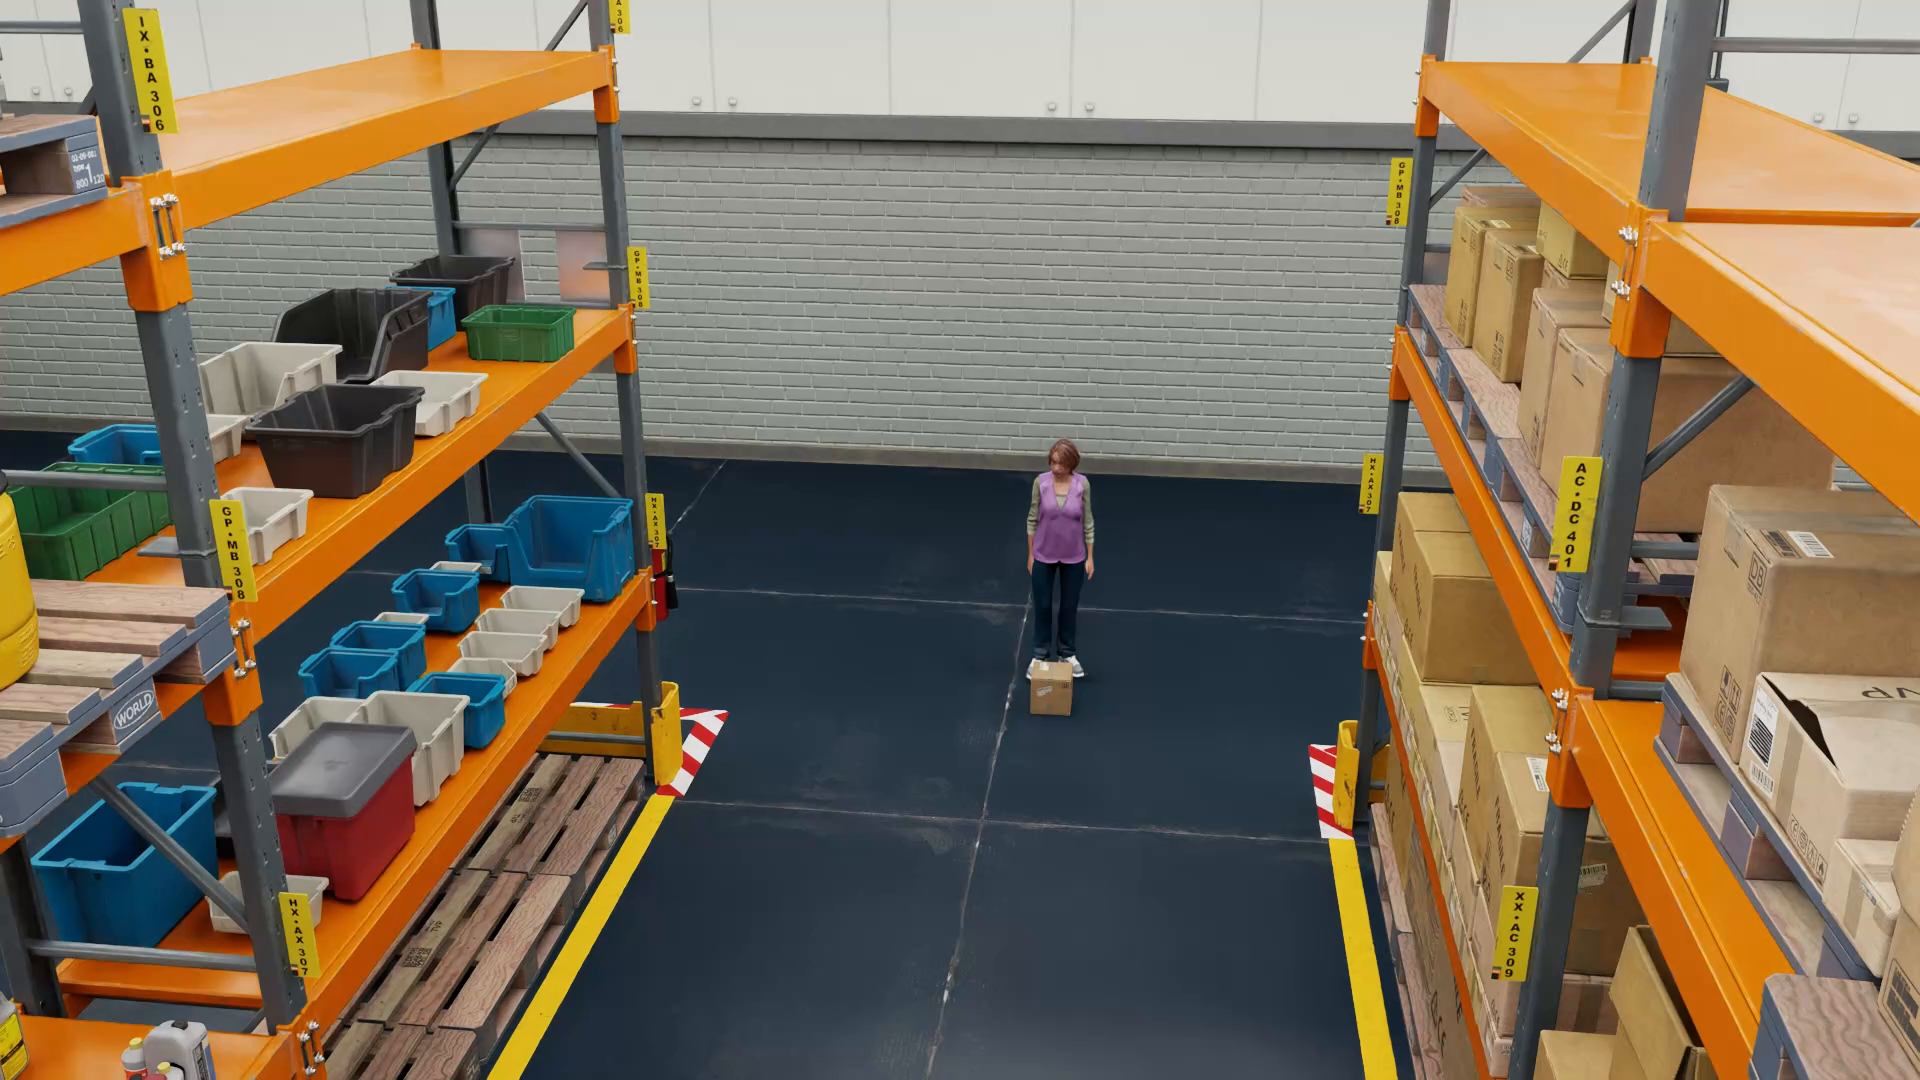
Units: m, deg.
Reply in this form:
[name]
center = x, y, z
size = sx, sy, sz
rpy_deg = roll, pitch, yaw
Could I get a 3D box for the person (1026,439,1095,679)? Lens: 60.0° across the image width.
[person]
center = 0.648, 0.122, 10.723
size = 0.435, 1.606, 0.323
rpy_deg = 0, 21, 1
